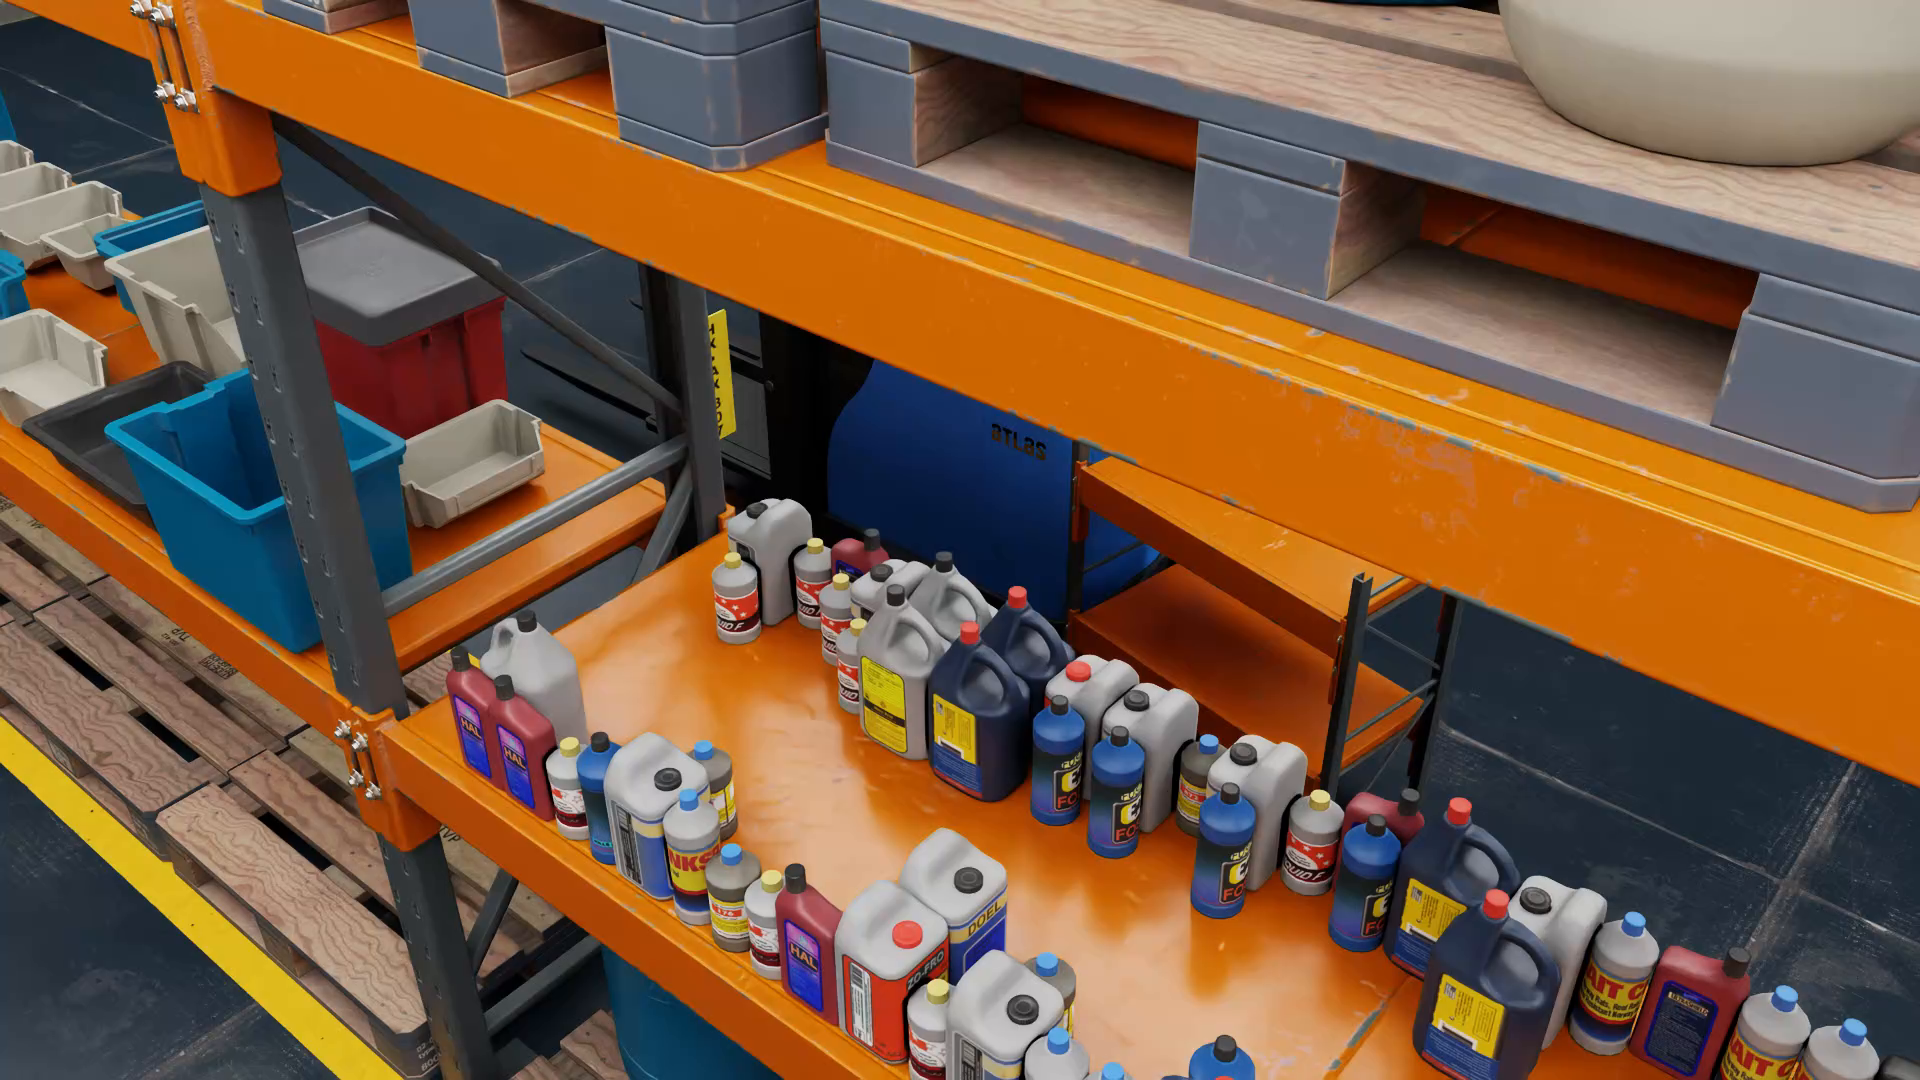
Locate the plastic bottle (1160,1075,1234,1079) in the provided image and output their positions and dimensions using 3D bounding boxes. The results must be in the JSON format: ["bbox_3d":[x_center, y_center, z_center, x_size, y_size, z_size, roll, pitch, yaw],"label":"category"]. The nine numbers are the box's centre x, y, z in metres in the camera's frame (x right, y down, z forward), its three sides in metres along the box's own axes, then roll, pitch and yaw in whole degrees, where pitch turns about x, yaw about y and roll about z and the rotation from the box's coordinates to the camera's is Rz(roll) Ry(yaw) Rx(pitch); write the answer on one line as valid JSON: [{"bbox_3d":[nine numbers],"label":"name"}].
[{"bbox_3d":[0.342,0.877,2.367,0.185,0.351,0.144,25,42,32],"label":"plastic bottle"}]

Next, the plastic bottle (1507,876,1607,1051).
[{"bbox_3d":[0.953,0.674,2.728,0.135,0.276,0.152,25,42,32],"label":"plastic bottle"}]

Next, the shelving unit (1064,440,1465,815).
[{"bbox_3d":[0.852,0.251,4.891,0.538,1.125,1.048,-25,42,-32],"label":"shelving unit"}]

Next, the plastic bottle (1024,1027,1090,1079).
[{"bbox_3d":[0.144,0.834,2.500,0.097,0.271,0.097,0,34,0],"label":"plastic bottle"}]

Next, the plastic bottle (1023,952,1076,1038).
[{"bbox_3d":[0.138,0.748,2.687,0.097,0.201,0.097,0,34,0],"label":"plastic bottle"}]

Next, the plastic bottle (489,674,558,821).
[{"bbox_3d":[-0.818,0.389,3.137,0.133,0.283,0.061,25,42,32],"label":"plastic bottle"}]

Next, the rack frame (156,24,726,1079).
[{"bbox_3d":[-0.929,-0.026,3.638,0.127,3.000,1.000,25,42,32],"label":"rack frame"}]

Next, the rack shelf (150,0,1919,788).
[{"bbox_3d":[0.608,-0.242,1.938,4.000,0.370,1.077,25,42,32],"label":"rack shelf"}]

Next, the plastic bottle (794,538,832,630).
[{"bbox_3d":[-0.313,0.088,3.648,0.097,0.201,0.097,0,34,0],"label":"plastic bottle"}]

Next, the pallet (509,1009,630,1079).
[{"bbox_3d":[-0.363,1.421,3.994,1.213,0.211,1.003,25,42,32],"label":"pallet"}]

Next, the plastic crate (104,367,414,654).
[{"bbox_3d":[-1.506,-0.065,3.656,0.575,0.384,0.392,25,42,32],"label":"plastic crate"}]

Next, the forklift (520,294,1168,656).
[{"bbox_3d":[-0.486,-1.435,5.751,3.031,2.935,1.130,25,42,32],"label":"forklift"}]

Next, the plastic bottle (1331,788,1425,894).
[{"bbox_3d":[0.737,0.536,2.923,0.133,0.283,0.061,25,42,32],"label":"plastic bottle"}]

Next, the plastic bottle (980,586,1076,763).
[{"bbox_3d":[0.128,0.252,3.277,0.185,0.351,0.144,25,42,32],"label":"plastic bottle"}]

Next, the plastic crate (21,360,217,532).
[{"bbox_3d":[-1.962,-0.226,4.119,0.590,0.125,0.437,25,42,32],"label":"plastic crate"}]

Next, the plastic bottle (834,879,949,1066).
[{"bbox_3d":[-0.106,0.694,2.700,0.135,0.276,0.152,25,42,32],"label":"plastic bottle"}]

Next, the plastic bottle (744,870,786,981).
[{"bbox_3d":[-0.315,0.646,2.835,0.097,0.201,0.097,0,34,0],"label":"plastic bottle"}]

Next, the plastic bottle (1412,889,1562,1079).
[{"bbox_3d":[0.839,0.699,2.626,0.185,0.351,0.144,25,42,32],"label":"plastic bottle"}]

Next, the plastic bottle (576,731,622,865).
[{"bbox_3d":[-0.643,0.463,3.040,0.097,0.271,0.097,0,34,0],"label":"plastic bottle"}]

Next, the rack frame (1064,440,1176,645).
[{"bbox_3d":[0.527,0.030,5.213,0.500,1.125,0.032,-25,42,-32],"label":"rack frame"}]

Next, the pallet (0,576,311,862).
[{"bbox_3d":[-2.461,0.432,5.434,1.213,0.211,1.003,25,42,32],"label":"pallet"}]

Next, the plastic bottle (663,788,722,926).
[{"bbox_3d":[-0.465,0.547,2.918,0.097,0.271,0.097,0,34,0],"label":"plastic bottle"}]

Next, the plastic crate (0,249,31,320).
[{"bbox_3d":[-2.782,-0.612,4.587,0.300,0.233,0.416,25,42,32],"label":"plastic crate"}]

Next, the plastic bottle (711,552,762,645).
[{"bbox_3d":[-0.485,0.119,3.603,0.097,0.201,0.097,0,34,0],"label":"plastic bottle"}]

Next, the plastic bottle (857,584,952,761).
[{"bbox_3d":[-0.106,0.248,3.283,0.185,0.351,0.144,25,42,32],"label":"plastic bottle"}]

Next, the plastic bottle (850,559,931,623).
[{"bbox_3d":[-0.139,0.160,3.478,0.135,0.276,0.152,25,42,32],"label":"plastic bottle"}]

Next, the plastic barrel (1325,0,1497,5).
[{"bbox_3d":[0.480,-1.091,1.725,0.708,0.901,0.600,25,42,32],"label":"plastic barrel"}]

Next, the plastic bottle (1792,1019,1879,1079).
[{"bbox_3d":[1.312,0.825,2.513,0.097,0.271,0.097,0,34,0],"label":"plastic bottle"}]

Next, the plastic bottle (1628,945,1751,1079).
[{"bbox_3d":[1.160,0.735,2.633,0.133,0.283,0.061,25,42,32],"label":"plastic bottle"}]

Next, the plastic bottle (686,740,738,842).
[{"bbox_3d":[-0.471,0.461,3.105,0.097,0.201,0.097,0,34,0],"label":"plastic bottle"}]

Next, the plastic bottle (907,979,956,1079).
[{"bbox_3d":[-0.034,0.779,2.642,0.097,0.201,0.097,0,34,0],"label":"plastic bottle"}]

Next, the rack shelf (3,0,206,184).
[{"bbox_3d":[-2.466,-1.690,4.048,4.000,0.370,1.077,25,42,32],"label":"rack shelf"}]

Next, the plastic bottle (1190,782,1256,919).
[{"bbox_3d":[0.465,0.538,2.931,0.097,0.271,0.097,0,34,0],"label":"plastic bottle"}]

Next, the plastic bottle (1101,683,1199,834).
[{"bbox_3d":[0.352,0.391,3.141,0.135,0.276,0.152,25,42,32],"label":"plastic bottle"}]

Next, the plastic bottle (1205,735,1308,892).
[{"bbox_3d":[0.530,0.475,3.018,0.135,0.276,0.152,25,42,32],"label":"plastic bottle"}]

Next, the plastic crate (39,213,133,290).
[{"bbox_3d":[-2.578,-0.874,5.052,0.250,0.136,0.298,25,42,32],"label":"plastic crate"}]

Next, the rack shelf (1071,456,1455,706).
[{"bbox_3d":[0.852,0.010,4.725,0.538,0.278,1.000,-25,42,-32],"label":"rack shelf"}]

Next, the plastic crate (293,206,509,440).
[{"bbox_3d":[-1.455,-0.510,4.233,0.583,0.464,0.402,25,42,32],"label":"plastic crate"}]

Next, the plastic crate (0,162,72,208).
[{"bbox_3d":[-3.047,-1.063,5.328,0.243,0.136,0.396,25,42,32],"label":"plastic crate"}]

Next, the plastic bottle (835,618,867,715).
[{"bbox_3d":[-0.204,0.251,3.410,0.097,0.201,0.097,0,34,0],"label":"plastic bottle"}]

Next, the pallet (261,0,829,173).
[{"bbox_3d":[-0.264,-0.943,2.491,1.003,0.211,1.213,25,42,32],"label":"pallet"}]

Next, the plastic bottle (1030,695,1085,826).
[{"bbox_3d":[0.183,0.405,3.124,0.097,0.271,0.097,0,34,0],"label":"plastic bottle"}]
